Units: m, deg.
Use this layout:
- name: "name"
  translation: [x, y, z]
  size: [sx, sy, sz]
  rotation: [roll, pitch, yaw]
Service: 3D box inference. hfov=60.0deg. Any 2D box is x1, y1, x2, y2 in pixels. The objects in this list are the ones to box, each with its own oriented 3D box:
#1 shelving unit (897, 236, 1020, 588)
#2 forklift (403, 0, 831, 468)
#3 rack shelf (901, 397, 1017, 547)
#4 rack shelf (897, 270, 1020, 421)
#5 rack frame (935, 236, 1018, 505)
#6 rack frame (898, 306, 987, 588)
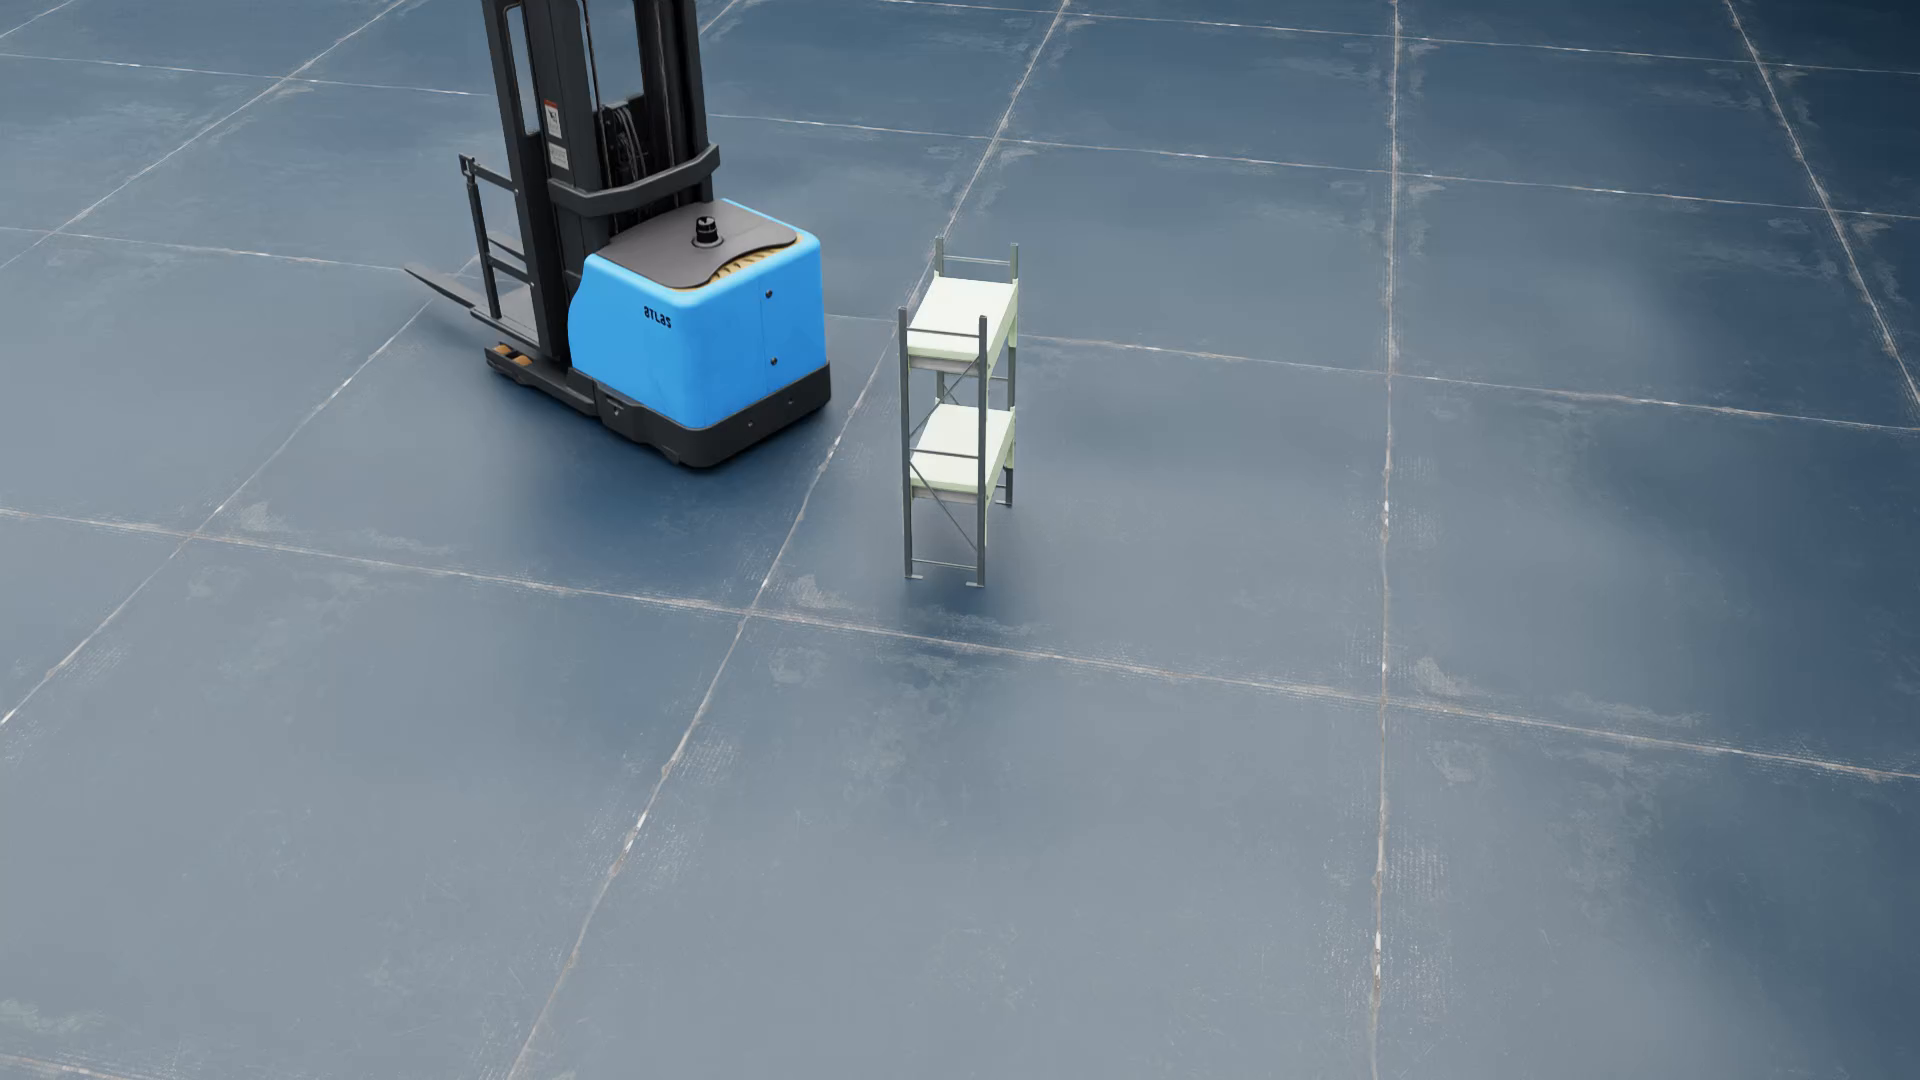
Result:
- name: "shelving unit"
  translation: [0.001, -0.611, 8.085]
  size: [0.431, 1.500, 0.755]
  rotation: [7, 37, 10]
- name: "forklift"
  translation: [-2.178, -2.308, 9.207]
  size: [3.031, 2.935, 1.130]
  rotation: [27, 44, 32]
- name: "rack shelf"
  translation: [0.001, -0.347, 8.277]
  size: [0.431, 0.370, 0.720]
  rotation: [7, 37, 10]
- name: "rack shelf"
  translation: [0.001, -0.927, 7.856]
  size: [0.431, 0.370, 0.720]
  rotation: [7, 37, 10]
- name: "rack frame"
  translation: [0.080, -0.821, 8.375]
  size: [0.400, 1.500, 0.023]
  rotation: [7, 37, 10]
- name: "rack frame"
  translation: [-0.077, -0.401, 7.796]
  size: [0.400, 1.500, 0.023]
  rotation: [7, 37, 10]
